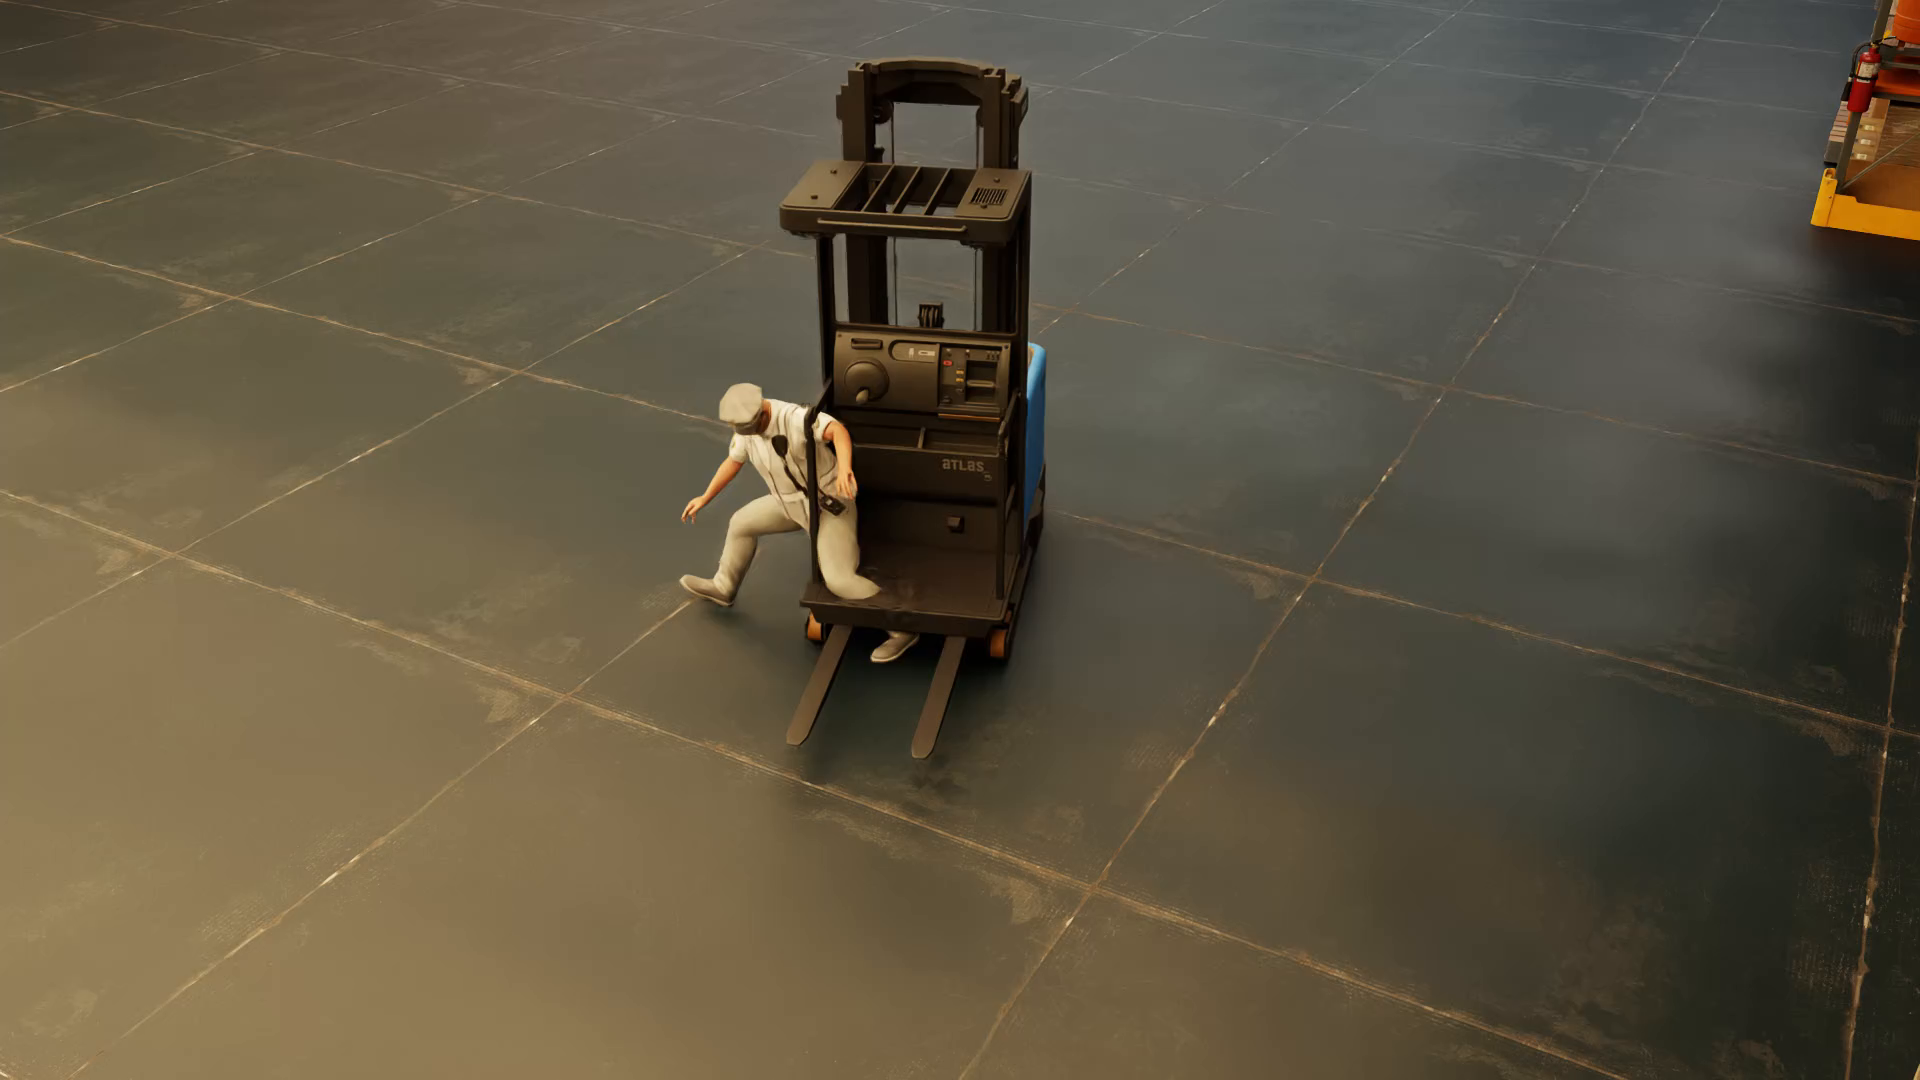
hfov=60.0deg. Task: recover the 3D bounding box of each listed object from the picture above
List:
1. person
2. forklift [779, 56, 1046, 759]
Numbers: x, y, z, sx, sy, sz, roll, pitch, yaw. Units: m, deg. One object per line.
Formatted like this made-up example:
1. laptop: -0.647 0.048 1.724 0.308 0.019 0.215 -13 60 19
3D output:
1. person: -0.892 -0.130 8.793 0.791 1.461 1.310 -22 36 -33
2. forklift: -0.233 -0.827 8.504 1.130 2.935 3.031 5 30 8
